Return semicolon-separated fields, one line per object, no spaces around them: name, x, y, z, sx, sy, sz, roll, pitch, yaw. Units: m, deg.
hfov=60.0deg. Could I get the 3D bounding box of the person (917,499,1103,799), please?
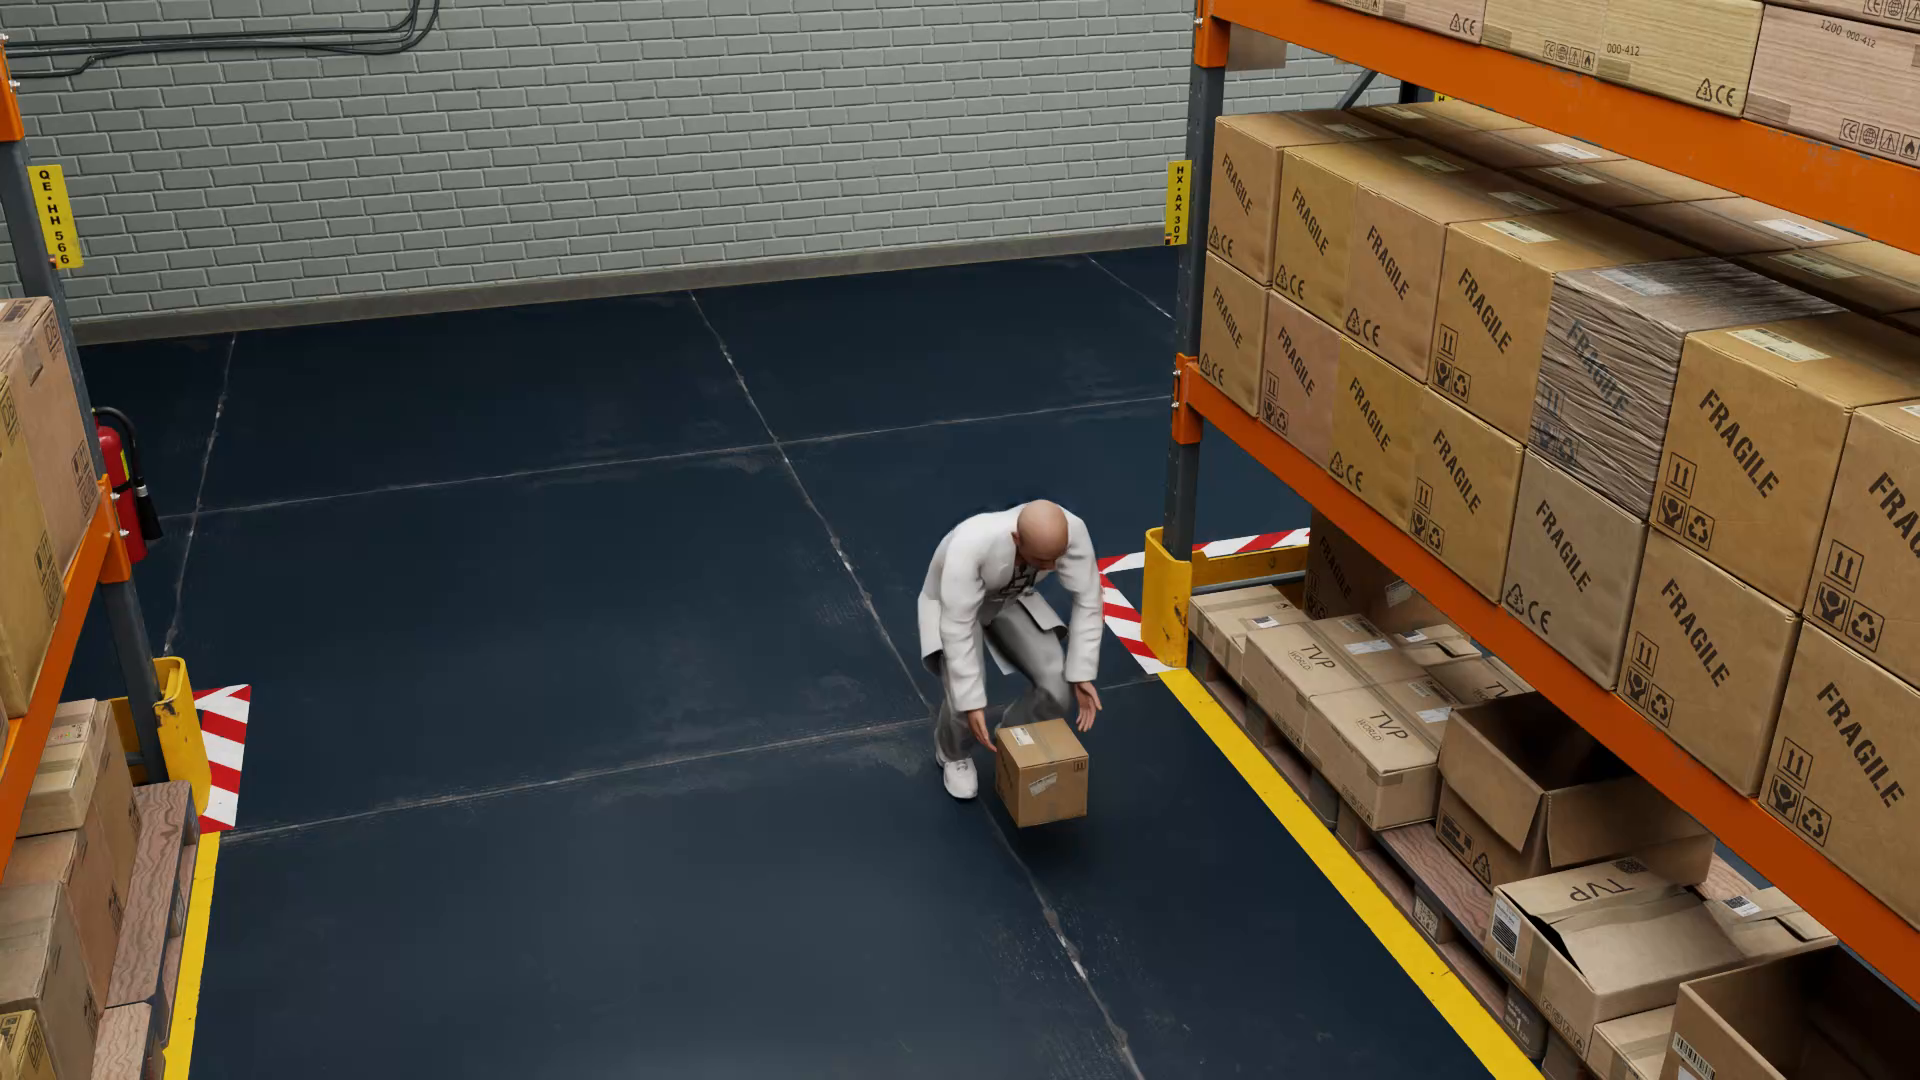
person;0.167;0.335;6.032;0.633;1.263;0.786;-8;27;-16
